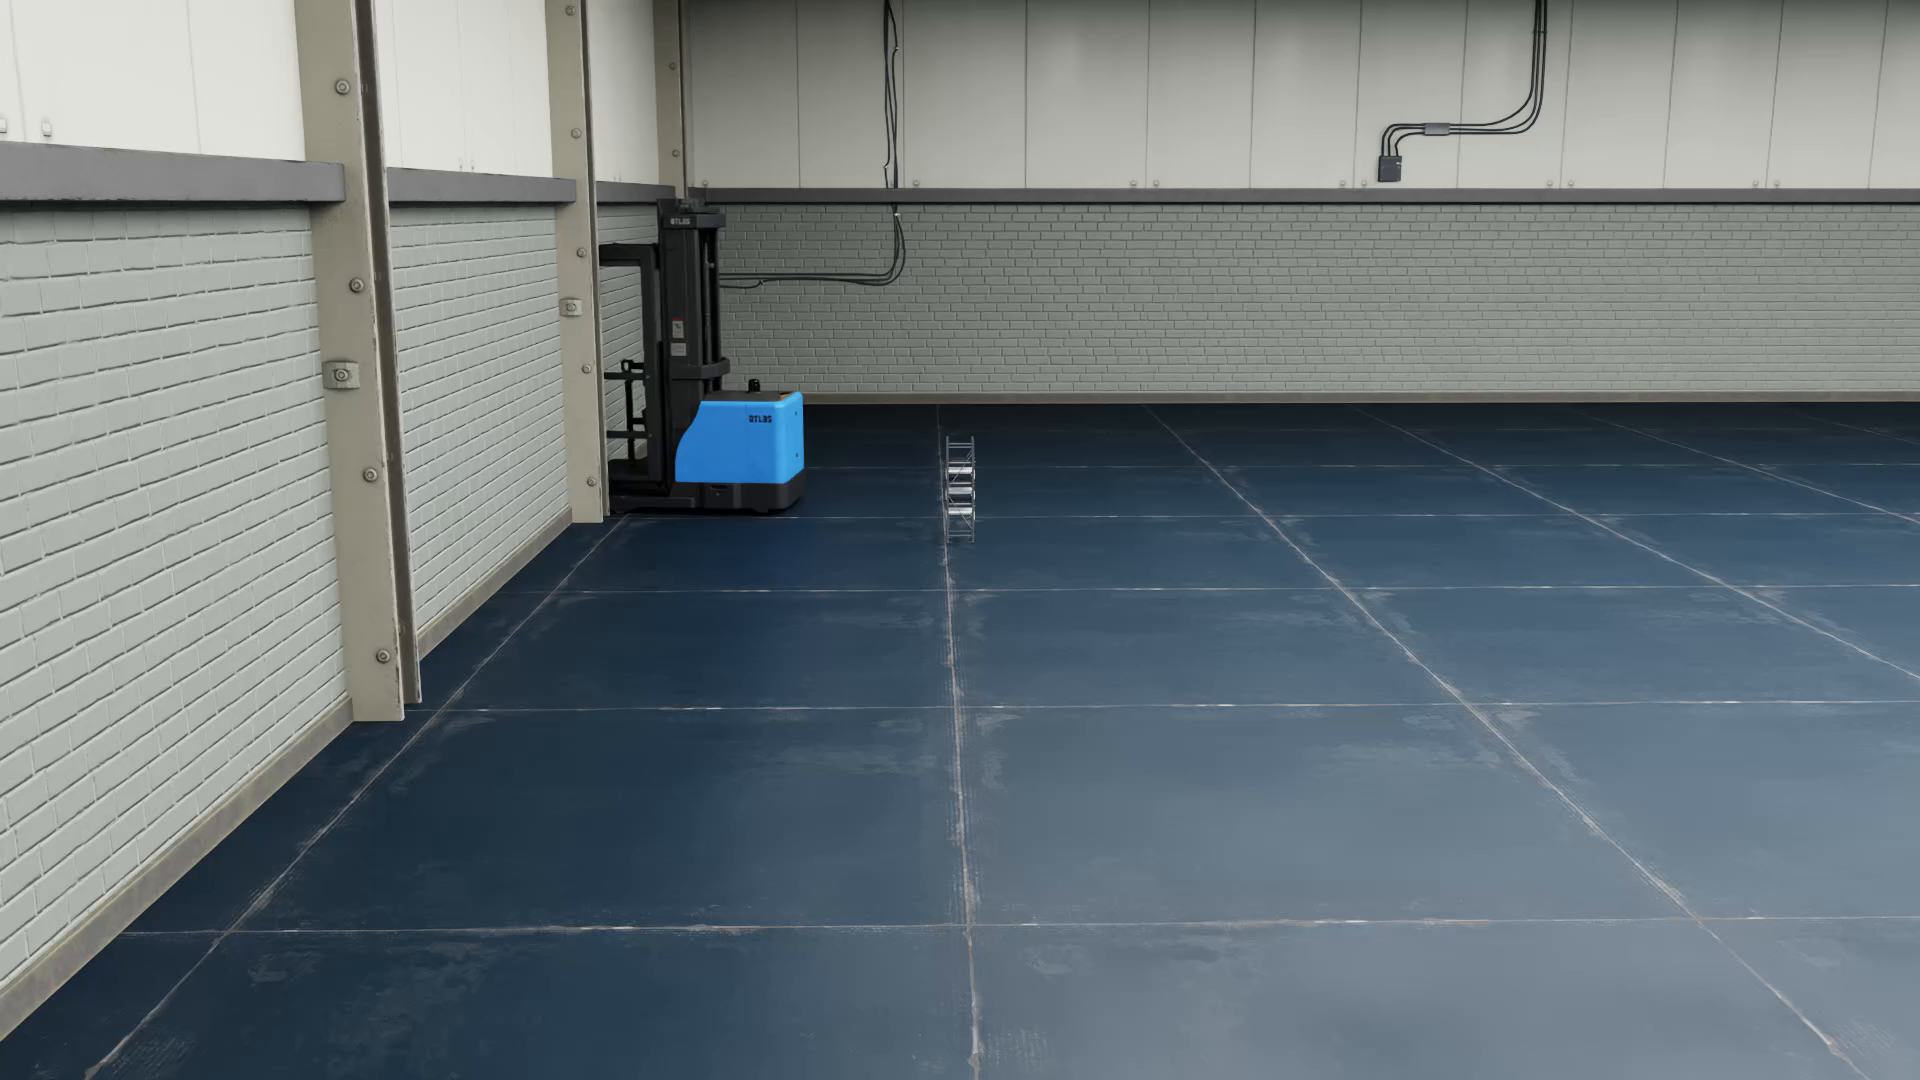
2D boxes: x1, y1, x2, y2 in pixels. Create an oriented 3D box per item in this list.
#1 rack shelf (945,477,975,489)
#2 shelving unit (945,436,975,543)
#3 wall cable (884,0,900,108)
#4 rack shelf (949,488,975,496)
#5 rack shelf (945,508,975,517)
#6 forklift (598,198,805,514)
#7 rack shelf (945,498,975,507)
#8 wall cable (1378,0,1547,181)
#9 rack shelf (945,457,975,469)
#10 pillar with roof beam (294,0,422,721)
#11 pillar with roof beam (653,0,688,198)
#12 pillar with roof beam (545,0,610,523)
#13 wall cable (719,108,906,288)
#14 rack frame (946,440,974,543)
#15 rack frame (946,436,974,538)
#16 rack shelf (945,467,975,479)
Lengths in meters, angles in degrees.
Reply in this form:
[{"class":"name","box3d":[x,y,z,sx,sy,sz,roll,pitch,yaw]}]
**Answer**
[{"class":"rack shelf","box3d":[0.000,-0.495,14.450,0.258,0.077,0.200,0,11,-1]},{"class":"shelving unit","box3d":[0.000,-0.439,14.462,0.258,0.900,0.210,0,11,-1]},{"class":"wall cable","box3d":[0.377,-7.359,23.307,3.097,2.526,0.112,0,11,-1]},{"class":"rack shelf","box3d":[0.000,-0.407,14.468,0.258,0.077,0.200,0,11,-1]},{"class":"rack shelf","box3d":[0.000,-0.230,14.504,0.258,0.077,0.200,0,11,-1]},{"class":"forklift","box3d":[-3.088,-1.790,16.008,3.031,2.935,1.130,1,12,5]},{"class":"rack shelf","box3d":[0.000,-0.319,14.486,0.258,0.077,0.200,0,11,-1]},{"class":"wall cable","box3d":[7.164,-8.097,23.284,2.305,6.003,0.169,0,11,-1]},{"class":"rack shelf","box3d":[0.000,-0.671,14.415,0.258,0.077,0.200,0,11,-1]},{"class":"pillar with roof beam","box3d":[0.963,-3.436,8.862,9.100,9.000,0.400,0,11,-1]},{"class":"pillar with roof beam","box3d":[0.715,-5.821,20.619,9.100,9.000,0.400,0,11,-1]},{"class":"pillar with roof beam","box3d":[0.839,-4.628,14.740,9.100,9.000,0.400,0,11,-1]},{"class":"wall cable","box3d":[-2.328,-4.873,23.754,3.097,2.526,0.112,0,11,-1]},{"class":"rack frame","box3d":[0.002,-0.419,14.362,0.240,0.900,0.006,0,11,-1]},{"class":"rack frame","box3d":[-0.002,-0.460,14.561,0.240,0.900,0.006,0,11,-1]},{"class":"rack shelf","box3d":[0.000,-0.583,14.433,0.258,0.077,0.200,0,11,-1]}]
